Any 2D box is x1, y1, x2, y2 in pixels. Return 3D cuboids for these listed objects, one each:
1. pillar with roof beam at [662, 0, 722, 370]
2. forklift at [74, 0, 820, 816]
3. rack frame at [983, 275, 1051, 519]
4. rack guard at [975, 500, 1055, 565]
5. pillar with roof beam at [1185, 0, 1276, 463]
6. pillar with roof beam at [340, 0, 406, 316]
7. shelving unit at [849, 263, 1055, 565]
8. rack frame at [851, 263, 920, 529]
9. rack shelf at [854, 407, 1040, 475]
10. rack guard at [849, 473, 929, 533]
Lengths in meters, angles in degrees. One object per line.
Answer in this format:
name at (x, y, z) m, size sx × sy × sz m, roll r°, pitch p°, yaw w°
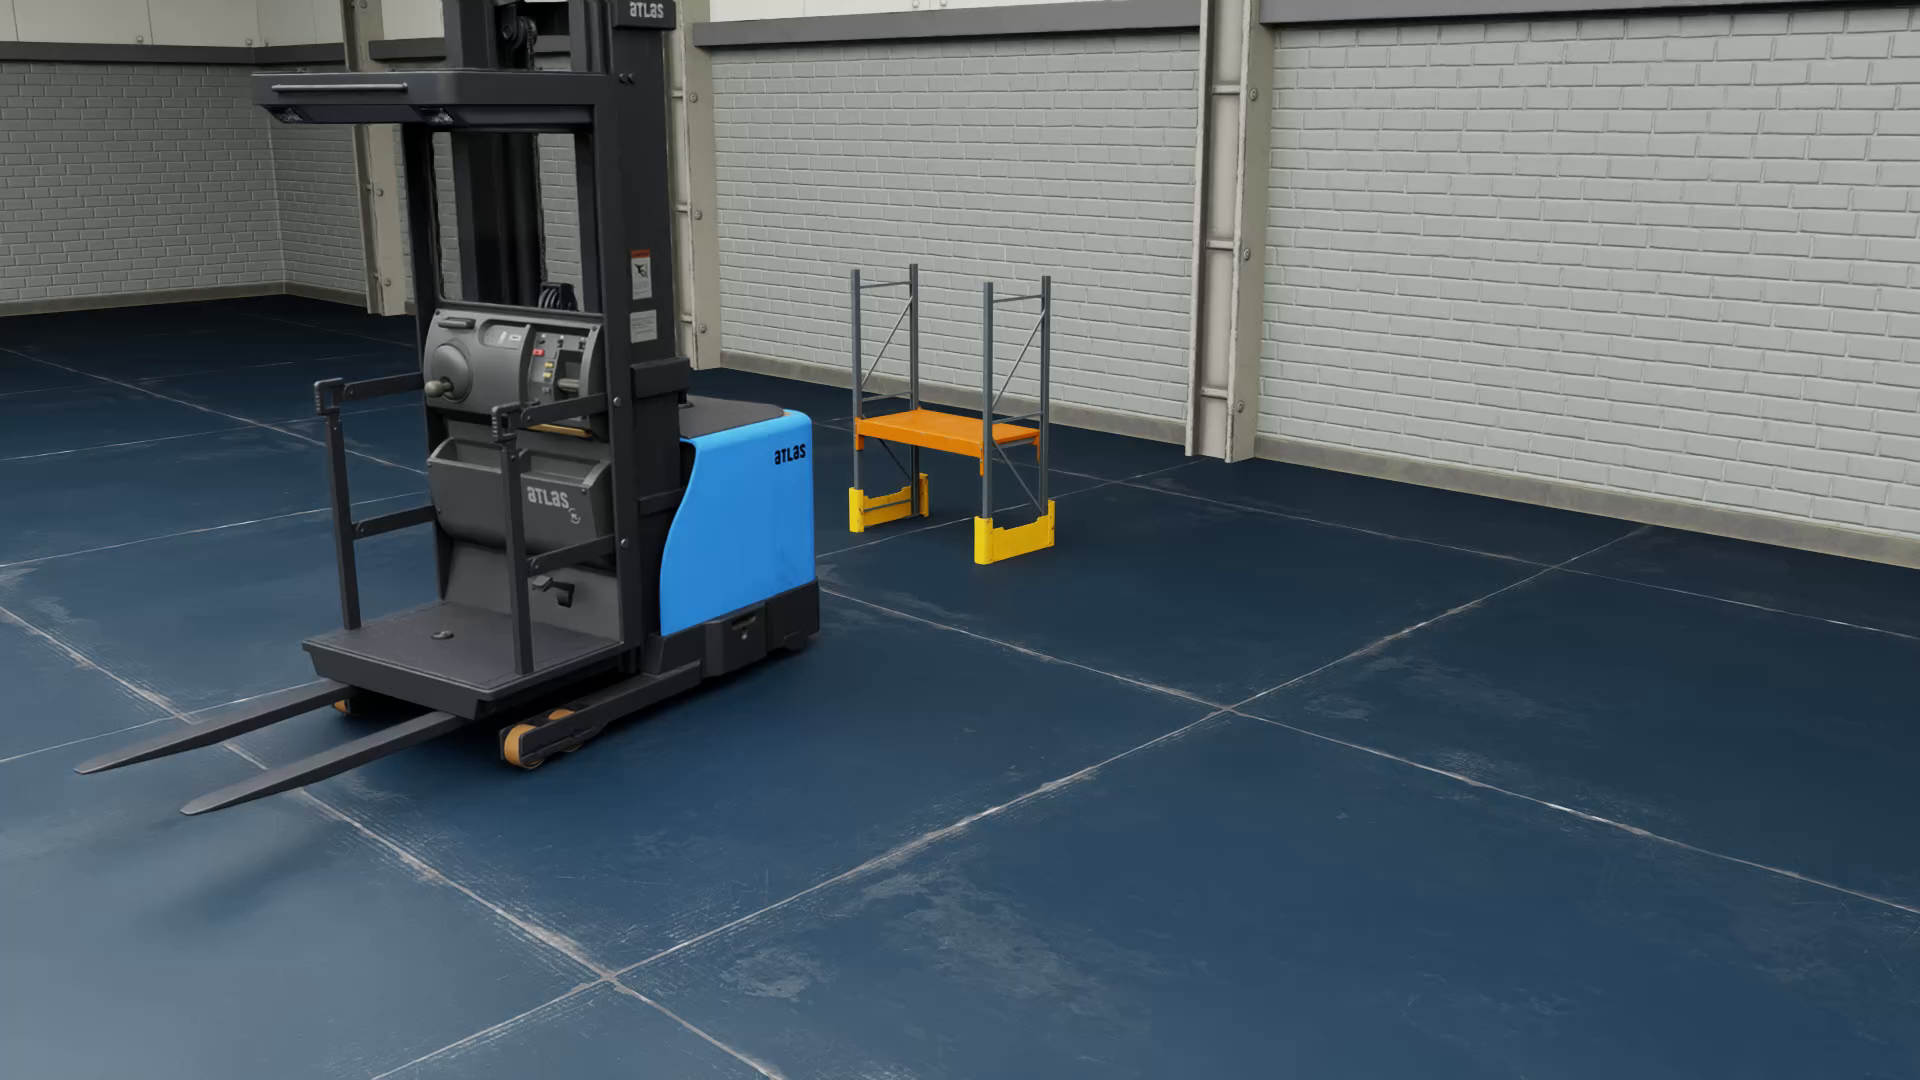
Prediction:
pillar with roof beam at (-5.474, -5.217, 11.609) m, size 0.400 × 9.000 × 9.100 m, roll 14°, pitch 20°, yaw 42°
forklift at (-1.869, -0.703, 6.318) m, size 1.130 × 2.935 × 3.031 m, roll 9°, pitch 17°, yaw 32°
rack frame at (0.305, -0.652, 8.959) m, size 0.032 × 1.500 × 0.500 m, roll 14°, pitch 20°, yaw 42°
rack guard at (0.304, -0.047, 9.117) m, size 0.087 × 0.250 × 0.587 m, roll 14°, pitch 20°, yaw 42°
pillar with roof beam at (-1.154, -4.167, 7.579) m, size 0.400 × 9.000 × 9.100 m, roll 14°, pitch 20°, yaw 42°
pillar with roof beam at (-9.793, -6.268, 15.639) m, size 0.400 × 9.000 × 9.100 m, roll 14°, pitch 20°, yaw 42°
shelving unit at (-0.055, -0.739, 9.294) m, size 1.083 × 1.500 × 0.587 m, roll 14°, pitch 20°, yaw 42°
rack frame at (-0.427, -0.830, 9.642) m, size 0.032 × 1.500 × 0.500 m, roll 14°, pitch 20°, yaw 42°
rack shelf at (-0.061, -0.567, 9.346) m, size 1.000 × 0.185 × 0.538 m, roll 14°, pitch 20°, yaw 42°
rack guard at (-0.413, -0.221, 9.786) m, size 0.087 × 0.250 × 0.587 m, roll 14°, pitch 20°, yaw 42°
